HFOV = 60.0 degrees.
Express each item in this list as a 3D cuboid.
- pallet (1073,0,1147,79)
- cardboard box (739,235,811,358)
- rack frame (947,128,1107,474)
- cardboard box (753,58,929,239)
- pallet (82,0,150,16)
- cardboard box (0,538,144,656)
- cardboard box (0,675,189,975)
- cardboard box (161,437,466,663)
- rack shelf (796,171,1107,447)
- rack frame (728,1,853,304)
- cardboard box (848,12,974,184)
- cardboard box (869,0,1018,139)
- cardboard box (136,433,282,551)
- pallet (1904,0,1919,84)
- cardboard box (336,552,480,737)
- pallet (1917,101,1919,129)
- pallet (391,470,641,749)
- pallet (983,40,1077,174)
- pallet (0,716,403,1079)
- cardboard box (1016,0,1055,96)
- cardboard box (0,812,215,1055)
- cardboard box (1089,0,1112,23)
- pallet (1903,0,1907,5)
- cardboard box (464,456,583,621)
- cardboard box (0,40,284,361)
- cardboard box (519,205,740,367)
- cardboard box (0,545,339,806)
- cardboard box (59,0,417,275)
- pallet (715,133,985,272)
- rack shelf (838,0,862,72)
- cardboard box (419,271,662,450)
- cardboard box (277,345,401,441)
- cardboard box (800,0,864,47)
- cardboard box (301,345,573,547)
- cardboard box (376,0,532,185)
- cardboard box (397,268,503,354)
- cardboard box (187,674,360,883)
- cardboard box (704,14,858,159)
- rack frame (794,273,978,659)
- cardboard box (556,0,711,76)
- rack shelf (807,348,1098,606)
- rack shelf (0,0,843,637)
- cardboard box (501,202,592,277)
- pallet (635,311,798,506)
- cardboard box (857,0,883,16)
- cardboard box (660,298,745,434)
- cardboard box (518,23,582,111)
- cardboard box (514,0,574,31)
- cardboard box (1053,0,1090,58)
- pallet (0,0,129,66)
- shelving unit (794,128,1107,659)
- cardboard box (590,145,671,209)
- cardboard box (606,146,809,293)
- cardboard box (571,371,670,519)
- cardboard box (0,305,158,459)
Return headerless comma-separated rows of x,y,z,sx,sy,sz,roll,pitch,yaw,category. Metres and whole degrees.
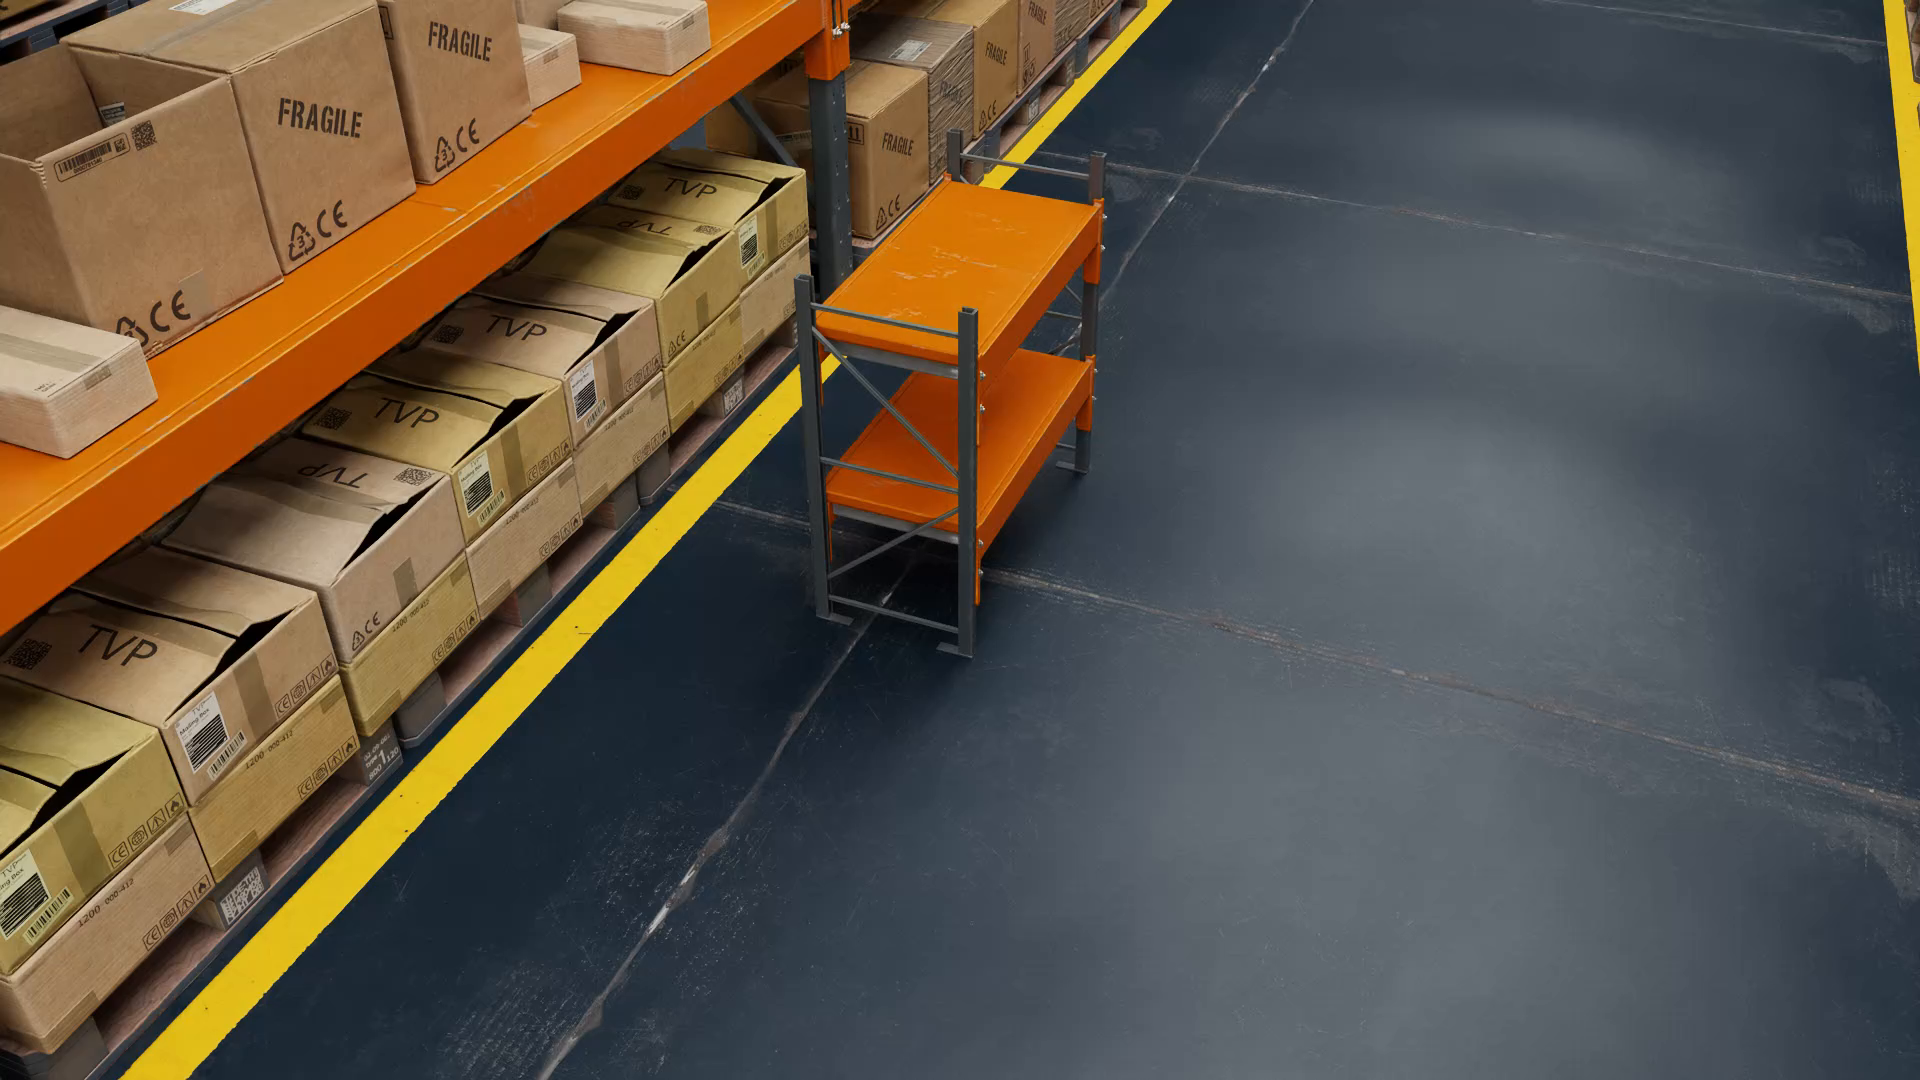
0.354,-2.836,8.868,1.003,0.211,1.213,14,39,18,pallet
-0.868,-0.918,5.918,0.500,0.250,0.500,15,39,19,cardboard box
0.196,-0.736,5.295,0.500,1.125,0.032,14,39,18,rack frame
-0.456,-1.559,6.551,0.500,0.500,0.500,15,39,20,cardboard box
-4.641,-3.299,9.488,1.003,0.211,1.213,14,39,18,pallet
-2.335,0.147,4.026,0.500,0.311,0.500,15,39,19,cardboard box
-2.028,0.554,3.481,0.500,0.311,0.500,14,39,18,cardboard box
-1.637,-0.009,4.234,0.500,0.311,0.500,13,39,16,cardboard box
0.003,-0.689,4.743,0.538,0.278,1.000,14,39,18,rack shelf
-0.894,-2.198,5.685,1.000,3.000,0.127,14,39,18,rack frame
-0.262,-1.851,6.941,0.500,0.500,0.500,12,39,16,cardboard box
-0.067,-2.127,7.311,0.500,0.500,0.500,13,39,17,cardboard box
-2.142,-0.129,4.395,0.500,0.311,0.500,14,39,18,cardboard box
5.451,-2.581,8.526,1.003,0.211,1.213,14,39,18,pallet
-1.643,0.213,4.405,0.500,0.250,0.500,13,39,16,cardboard box
4.875,-1.747,7.411,1.003,0.211,1.213,14,39,18,pallet
-1.709,0.039,5.021,1.003,0.211,1.213,14,39,18,pallet
-0.109,-2.158,7.962,1.003,0.211,1.213,14,39,18,pallet
-2.171,0.717,4.114,1.003,0.211,1.213,14,39,18,pallet
0.127,-2.417,7.699,0.500,0.500,0.500,13,39,16,cardboard box
-2.033,0.783,3.642,0.500,0.250,0.500,13,39,17,cardboard box
0.510,-2.977,8.448,0.500,0.500,0.500,14,39,18,cardboard box
5.914,-3.259,9.433,1.003,0.211,1.213,14,39,18,pallet
-1.448,-0.068,4.782,0.500,0.250,0.500,15,39,19,cardboard box
-1.908,-0.736,3.646,0.500,0.500,0.500,17,40,21,cardboard box
-1.057,-0.854,5.364,0.500,0.311,0.500,13,39,17,cardboard box
-1.833,0.278,3.851,0.500,0.311,0.500,13,39,17,cardboard box
-1.717,-1.013,4.017,0.500,0.500,0.500,14,39,18,cardboard box
-0.575,-1.485,7.061,1.003,0.211,1.213,14,39,18,pallet
-0.133,-3.017,7.381,1.077,0.370,4.000,14,39,18,rack shelf
-1.252,-0.575,4.991,0.500,0.311,0.500,14,39,17,cardboard box
-1.948,-0.407,4.766,0.500,0.311,0.500,13,39,17,cardboard box
-0.737,-2.276,6.884,0.500,0.250,0.500,15,39,19,cardboard box
-1.444,-0.298,4.621,0.500,0.311,0.500,15,39,19,cardboard box
-1.517,-1.305,4.407,0.500,0.500,0.500,12,38,15,cardboard box
-1.753,-0.691,5.147,0.500,0.311,0.500,13,39,17,cardboard box
-1.837,0.501,4.021,0.500,0.250,0.500,15,39,19,cardboard box
-0.755,-1.944,7.066,0.500,0.500,0.500,15,39,20,cardboard box
-0.191,-0.173,4.542,0.500,1.125,0.032,14,39,18,rack frame
-0.980,-1.536,5.009,0.380,0.149,0.250,14,39,18,cardboard box
0.003,-0.258,5.065,0.538,0.278,1.000,14,39,18,rack shelf
-1.655,-0.802,4.418,1.077,0.370,4.000,14,39,18,rack shelf
-1.557,-0.973,5.524,0.500,0.311,0.500,13,39,17,cardboard box
-1.243,-0.634,5.922,1.003,0.211,1.213,14,39,18,pallet
-0.558,-2.230,7.449,0.500,0.500,0.500,12,39,16,cardboard box
-1.061,-0.631,5.535,0.500,0.250,0.500,13,39,17,cardboard box
-1.327,-1.378,4.798,0.380,0.149,0.250,17,40,21,cardboard box
-1.413,-1.711,5.108,0.500,0.311,0.500,13,39,17,cardboard box
0.318,-2.699,8.076,0.500,0.500,0.500,14,39,18,cardboard box
-5.107,-2.626,8.587,1.003,0.211,1.213,14,39,18,pallet
0.003,-0.454,4.918,0.538,1.125,1.048,14,39,18,shelving unit
-1.365,-1.266,5.916,0.500,0.311,0.500,15,39,19,cardboard box
-0.865,-1.143,5.751,0.500,0.311,0.500,15,39,19,cardboard box
-1.255,-0.354,5.164,0.500,0.250,0.500,15,39,19,cardboard box
-1.889,-0.326,3.391,0.380,0.149,0.250,14,39,18,cardboard box
